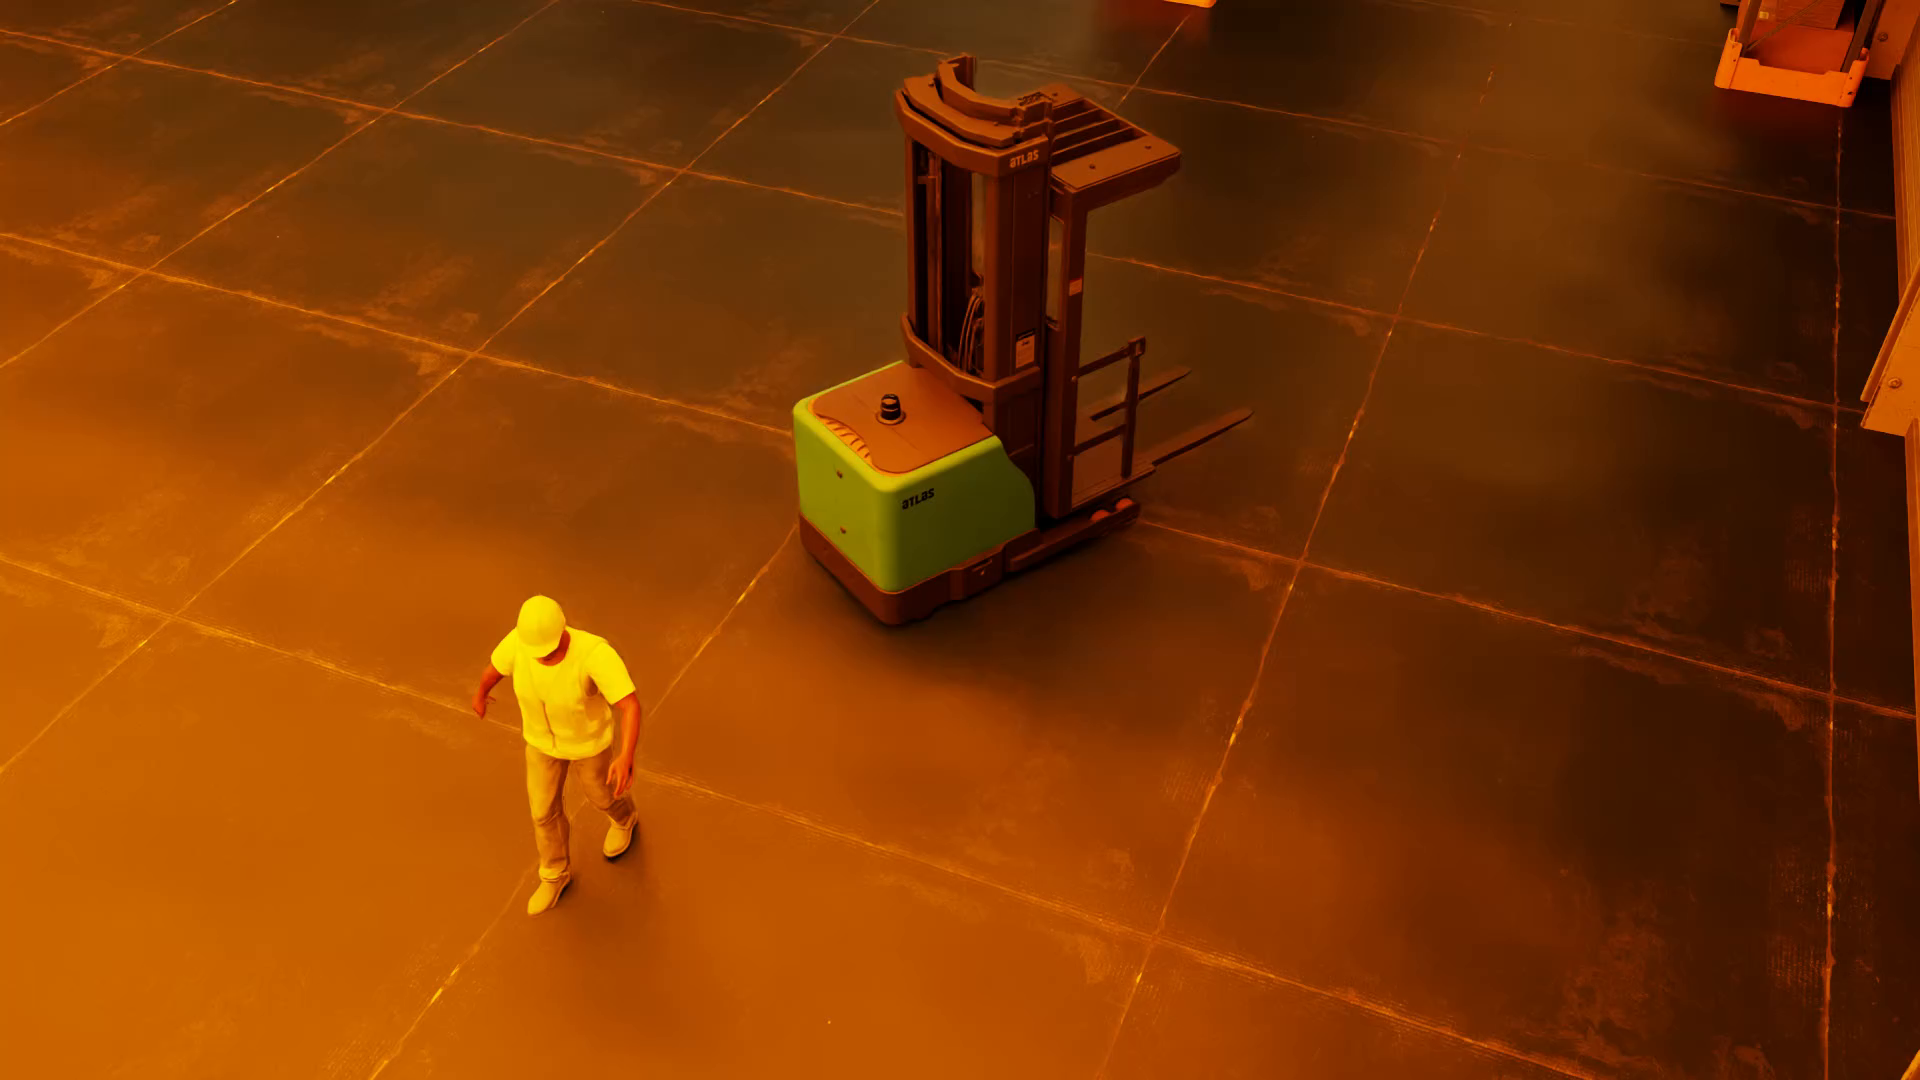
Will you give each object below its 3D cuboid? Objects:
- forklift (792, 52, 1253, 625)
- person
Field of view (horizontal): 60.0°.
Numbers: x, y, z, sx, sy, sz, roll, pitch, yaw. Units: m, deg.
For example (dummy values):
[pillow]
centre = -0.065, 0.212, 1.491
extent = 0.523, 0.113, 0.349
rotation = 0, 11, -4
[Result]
[forklift]
centre = 0.511, -1.396, 9.673
extent = 3.031, 2.935, 1.130
rotation = -25, 46, -27
[person]
centre = -1.897, 0.967, 7.795
extent = 1.033, 1.749, 0.738
rotation = 8, 41, 10
